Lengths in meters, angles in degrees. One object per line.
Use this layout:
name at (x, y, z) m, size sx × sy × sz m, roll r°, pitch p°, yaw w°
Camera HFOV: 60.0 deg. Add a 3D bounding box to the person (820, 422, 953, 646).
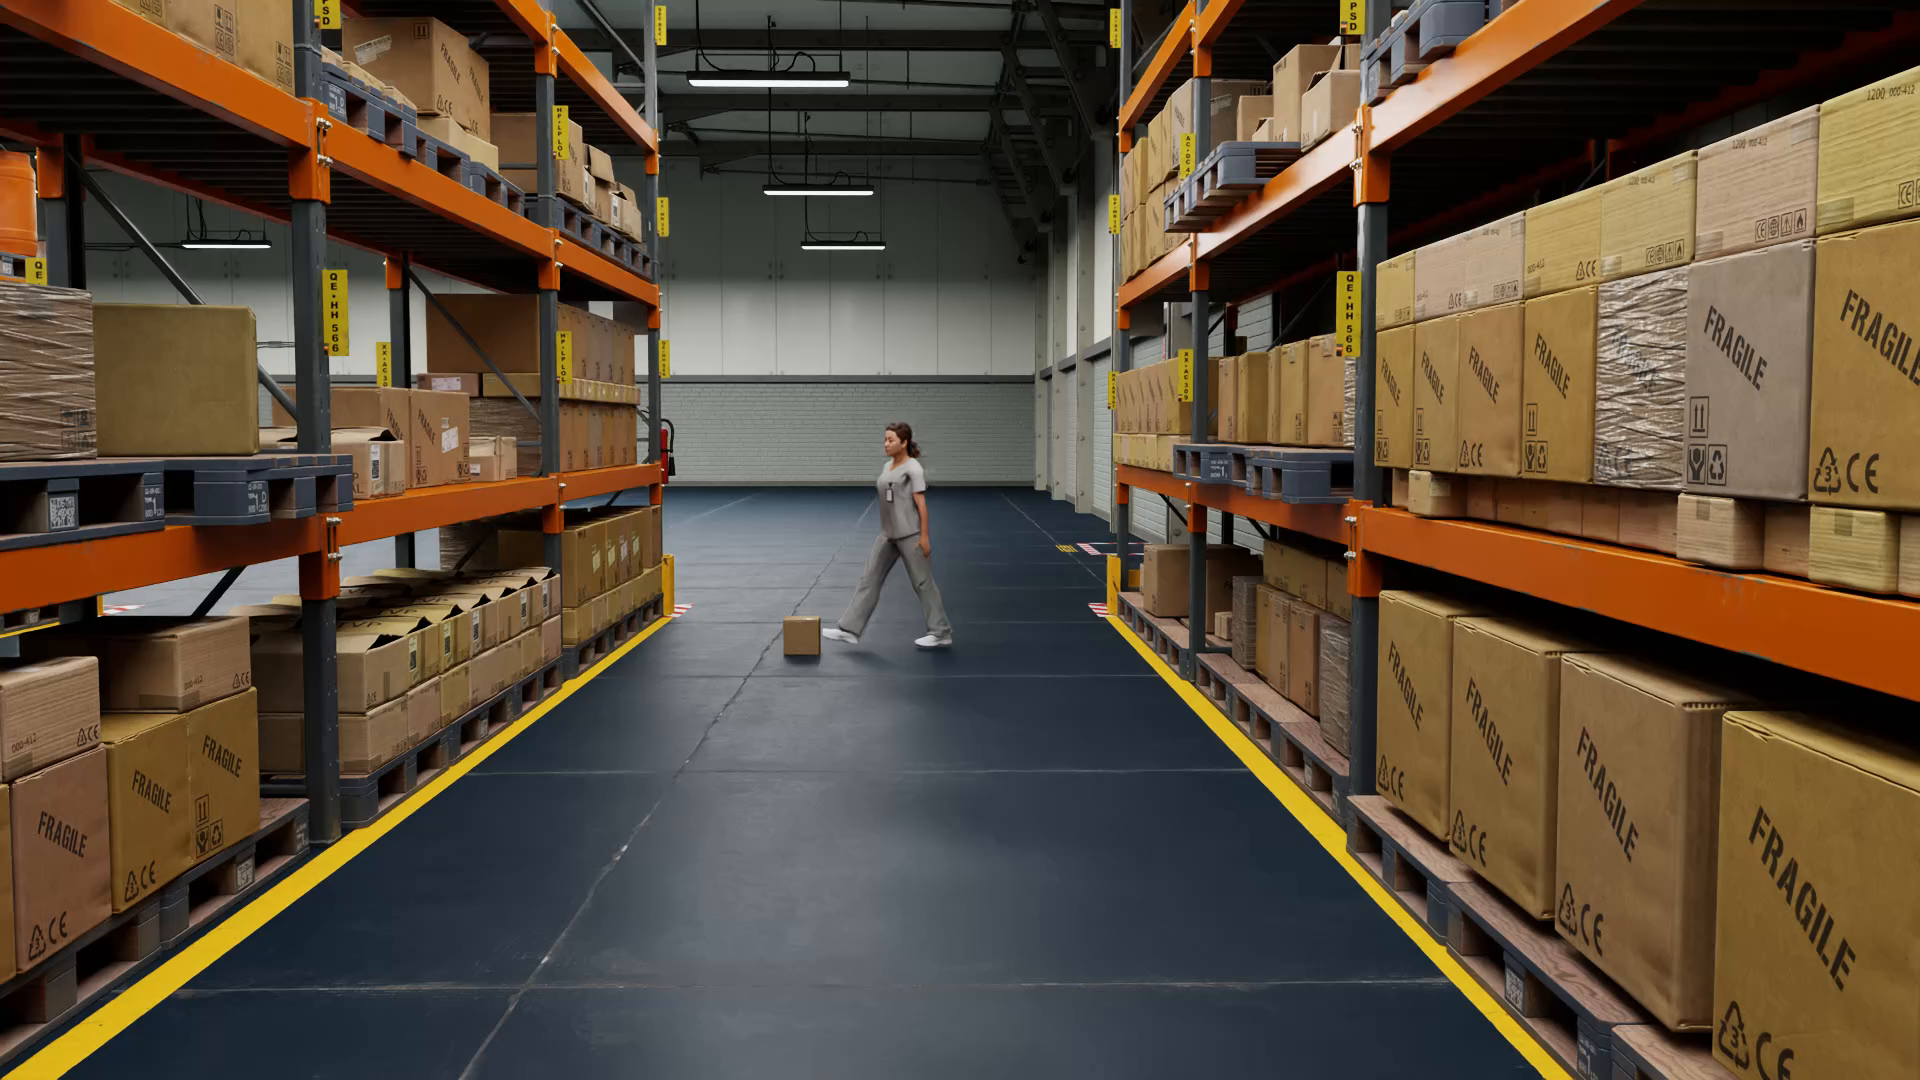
person at (-0.518, -0.036, 12.024) m, size 0.918 × 1.631 × 0.505 m, roll -3°, pitch 5°, yaw -34°
